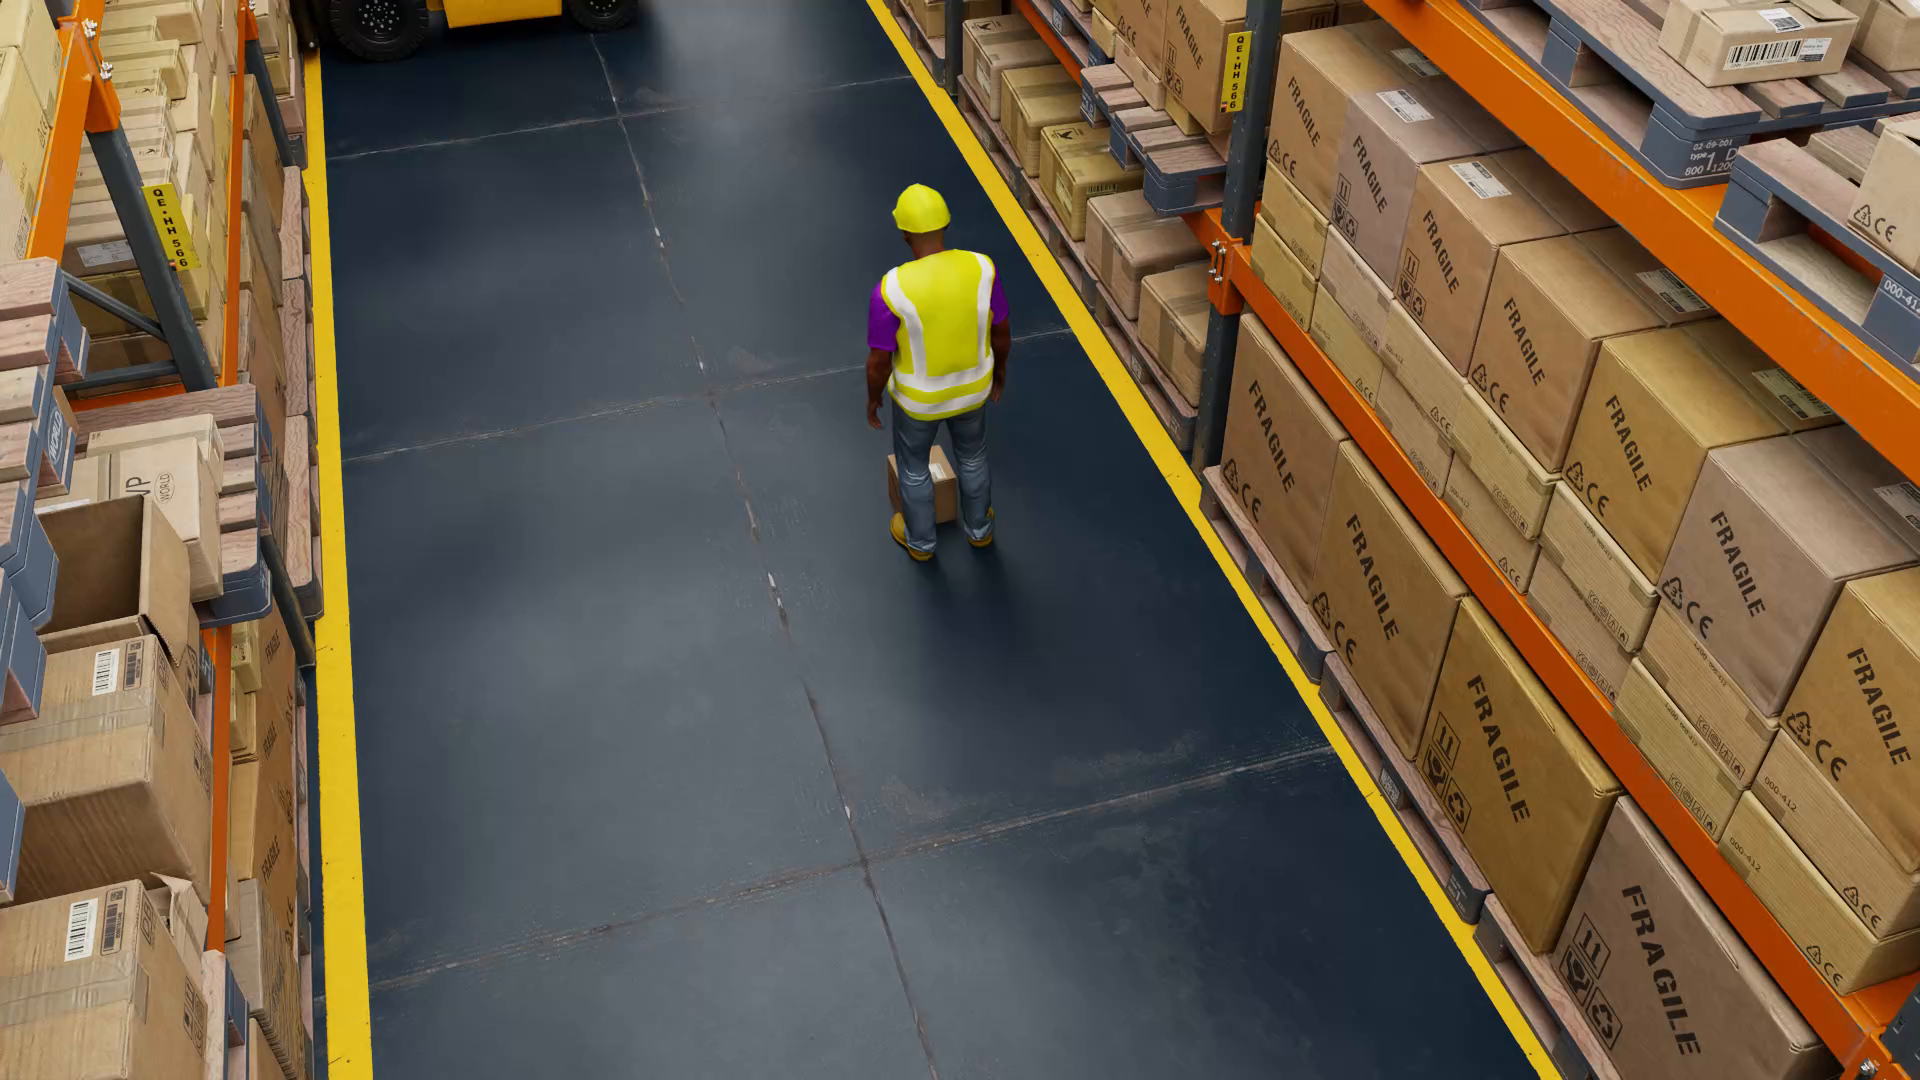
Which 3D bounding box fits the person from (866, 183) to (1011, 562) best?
[{"bbox_3d":[-0.097,-0.653,6.873,0.629,1.759,0.461,-14,44,-15],"label":"person"}]
